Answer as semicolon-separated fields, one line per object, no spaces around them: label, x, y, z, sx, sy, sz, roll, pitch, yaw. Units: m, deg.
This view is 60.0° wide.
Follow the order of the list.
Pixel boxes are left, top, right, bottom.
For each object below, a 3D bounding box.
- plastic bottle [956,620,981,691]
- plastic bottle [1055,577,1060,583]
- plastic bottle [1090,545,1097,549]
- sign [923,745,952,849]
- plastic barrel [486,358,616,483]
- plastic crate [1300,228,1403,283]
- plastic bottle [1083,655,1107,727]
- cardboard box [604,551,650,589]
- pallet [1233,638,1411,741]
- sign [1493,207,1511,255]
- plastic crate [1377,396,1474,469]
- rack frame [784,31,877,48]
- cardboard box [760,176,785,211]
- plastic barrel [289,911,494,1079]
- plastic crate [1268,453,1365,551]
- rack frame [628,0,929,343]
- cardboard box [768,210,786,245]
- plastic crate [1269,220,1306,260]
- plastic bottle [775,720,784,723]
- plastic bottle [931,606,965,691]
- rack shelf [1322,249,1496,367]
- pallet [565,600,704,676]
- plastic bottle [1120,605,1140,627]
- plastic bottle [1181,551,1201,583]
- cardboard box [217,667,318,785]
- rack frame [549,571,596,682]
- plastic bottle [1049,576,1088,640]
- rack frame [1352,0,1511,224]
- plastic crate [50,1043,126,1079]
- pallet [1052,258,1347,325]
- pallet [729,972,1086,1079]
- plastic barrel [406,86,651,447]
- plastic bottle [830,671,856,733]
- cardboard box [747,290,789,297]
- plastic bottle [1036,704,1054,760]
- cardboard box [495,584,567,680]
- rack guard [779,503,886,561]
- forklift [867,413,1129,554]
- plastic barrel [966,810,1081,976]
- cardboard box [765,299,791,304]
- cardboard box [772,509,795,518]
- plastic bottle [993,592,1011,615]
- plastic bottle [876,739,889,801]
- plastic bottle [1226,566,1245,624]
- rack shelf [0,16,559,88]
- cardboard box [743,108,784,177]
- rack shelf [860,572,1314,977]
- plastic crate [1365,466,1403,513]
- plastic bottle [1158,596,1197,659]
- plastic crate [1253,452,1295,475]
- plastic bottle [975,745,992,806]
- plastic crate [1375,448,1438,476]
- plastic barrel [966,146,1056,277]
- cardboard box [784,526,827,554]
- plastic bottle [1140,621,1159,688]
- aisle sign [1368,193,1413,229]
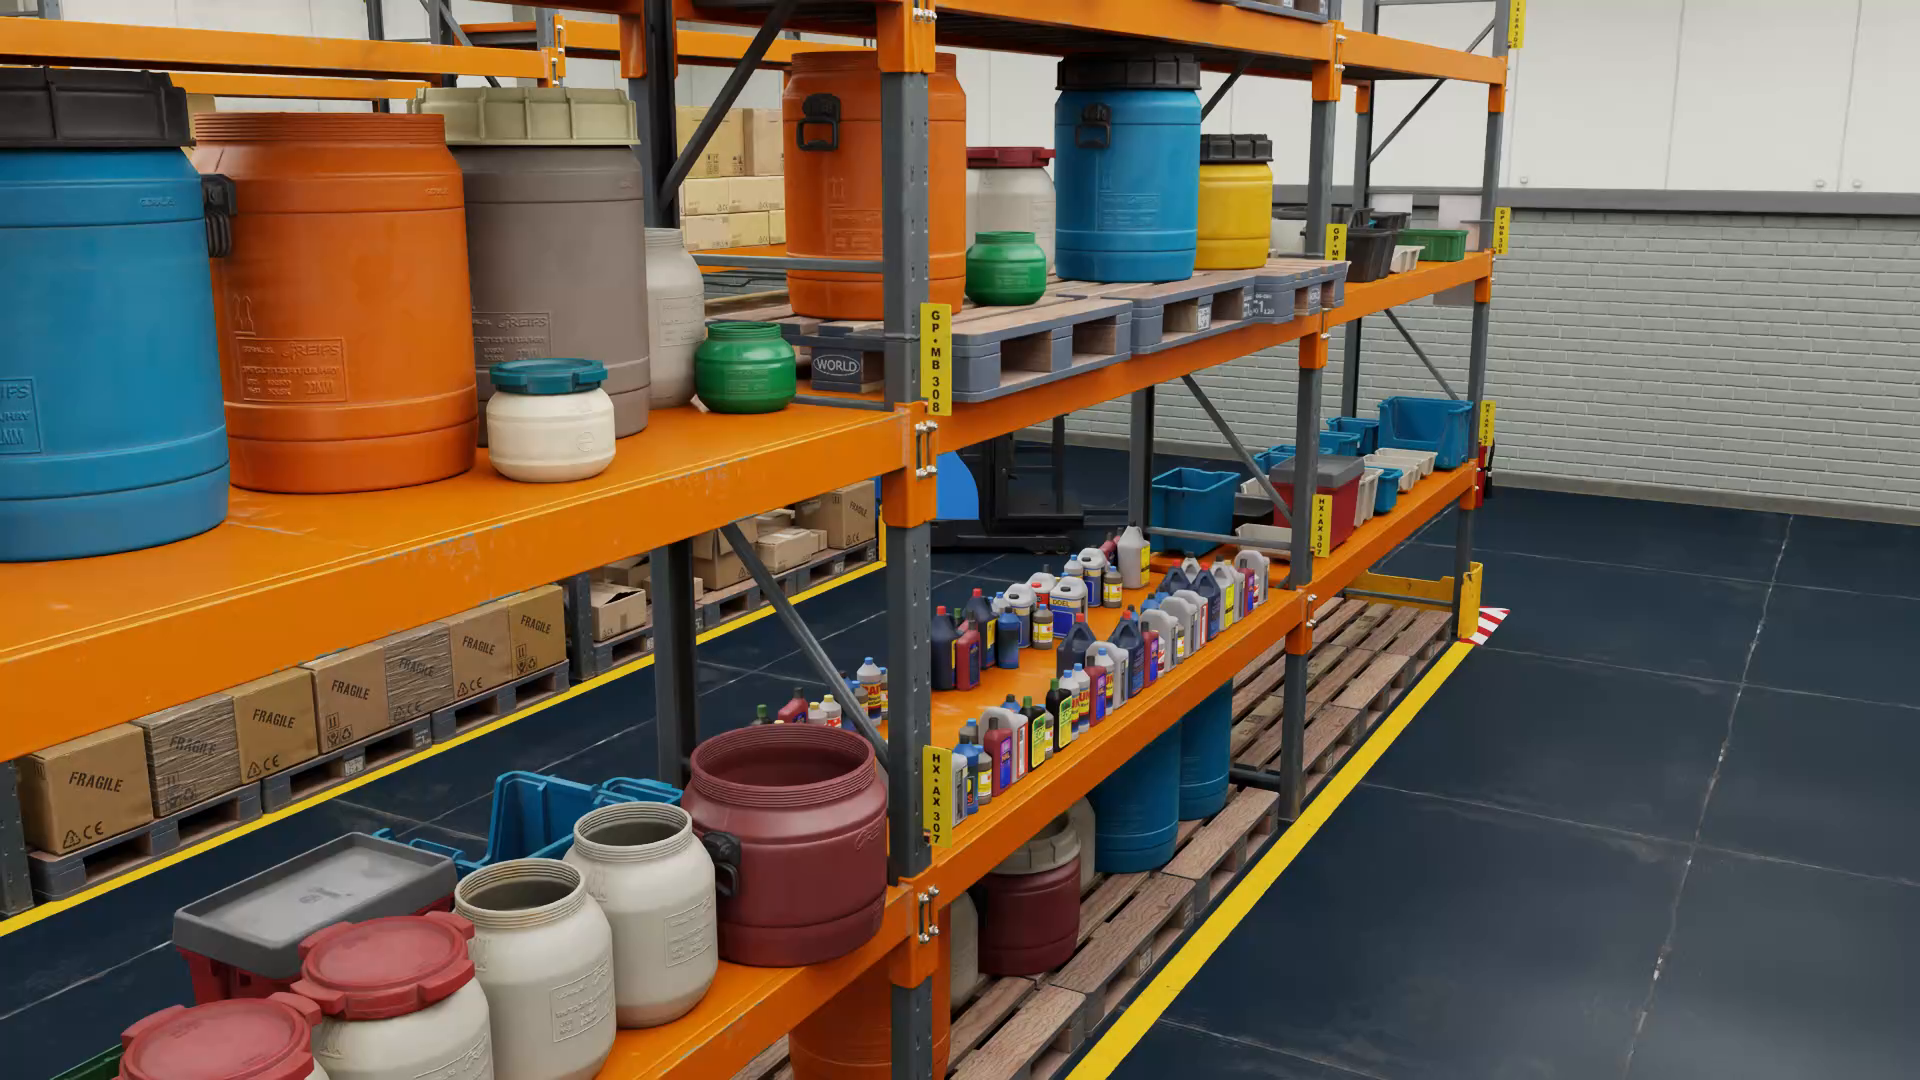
plastic bottle;0.035;0.489;7.072;0.061;0.283;0.133;7;15;28
plastic bottle;0.470;0.283;8.101;0.097;0.201;0.097;0;14;0
plastic bottle;0.676;0.161;8.456;0.097;0.271;0.097;0;14;0
sign;-0.070;0.801;5.180;0.100;0.325;0.005;7;15;28
plastic barrel;-0.966;-0.284;3.924;0.301;0.262;0.301;0;14;0
plastic crate;2.219;-1.620;9.447;0.497;0.269;0.590;7;15;28
plastic bottle;0.535;0.592;6.643;0.061;0.283;0.133;7;15;28
cardboard box;-2.566;0.227;12.706;0.500;0.311;0.500;7;15;28
pallet;2.289;0.948;10.868;1.003;0.211;1.213;7;15;28
sign;3.802;-2.170;11.675;0.100;0.325;0.005;7;15;28
plastic crate;3.314;-0.778;11.875;0.616;0.435;0.499;7;15;28
rack frame;-1.022;-4.300;13.887;1.000;3.000;0.127;7;15;28
cardboard box;-1.534;-2.673;12.791;0.500;0.250;0.500;7;15;28
plastic barrel;-1.271;1.163;3.735;0.433;0.535;0.433;0;14;0
plastic crate;2.030;-0.216;9.483;0.402;0.464;0.583;7;15;28
rack frame;-0.555;-2.097;4.748;1.000;3.000;0.127;7;15;28
cardboard box;-1.521;-2.429;12.843;0.500;0.250;0.500;7;15;28
plastic crate;1.971;-1.803;10.181;0.437;0.282;0.530;7;15;28
plastic bottle;-0.661;0.763;6.109;0.097;0.201;0.097;0;14;0
plastic bottle;-0.067;0.450;7.090;0.144;0.351;0.185;7;15;28
rack shelf;2.345;-1.520;10.290;1.077;0.370;4.000;7;15;28
pallet;-2.623;0.652;12.097;1.003;0.211;1.213;7;15;28
plastic bottle;0.755;0.422;7.374;0.097;0.271;0.097;0;14;0
plastic bottle;1.094;0.232;7.993;0.144;0.351;0.185;7;15;28
cardboard box;-3.924;0.987;9.149;0.500;0.500;0.500;7;15;27
rack frame;-2.956;-0.563;11.186;1.000;3.000;0.127;7;15;28
plastic bottle;0.507;0.318;7.795;0.152;0.276;0.135;7;15;28
rack frame;3.312;-3.738;11.556;1.000;3.000;0.127;7;15;28
plastic crate;-1.894;1.354;3.687;0.450;0.188;0.662;7;15;28
pallet;1.085;-1.196;7.813;1.213;0.211;1.003;7;15;28
pallet;-0.211;2.008;6.469;1.003;0.211;1.213;7;15;28
plastic barrel;-1.142;-0.739;4.444;0.600;0.901;0.600;0;14;0
plastic bottle;-0.456;0.642;6.463;0.097;0.271;0.097;0;14;0
cardboard box;-1.468;-1.857;14.208;0.500;0.500;0.500;8;16;30
plastic bottle;0.305;0.721;6.284;0.097;0.201;0.097;0;14;0
cardboard box;-2.944;0.572;10.873;0.500;0.500;0.500;7;15;28
rack guard;-1.059;-0.153;14.819;1.175;0.500;0.348;7;15;28
forklift;0.623;-1.423;14.900;3.031;2.935;1.130;0;14;1
plastic barrel;0.212;1.454;7.070;0.600;0.588;0.708;7;15;28
cardboard box;-1.240;-1.692;13.523;0.500;0.500;0.500;8;16;30
cardboard box;-1.525;-0.165;14.678;0.380;0.149;0.250;7;15;28
plastic bottle;0.181;0.371;7.584;0.097;0.271;0.097;0;14;0
plastic bottle;-0.196;0.810;5.754;0.152;0.276;0.135;7;15;28
plastic bottle;1.294;0.251;8.072;0.152;0.276;0.135;7;15;28
rack shelf;-3.923;-2.525;8.912;1.077;0.370;4.000;7;15;28
cardboard box;-1.720;-3.062;12.803;0.700;0.500;0.500;7;15;28
rack shelf;0.412;0.759;7.238;1.077;0.370;4.000;7;15;28
plastic crate;2.544;-0.319;10.404;0.416;0.233;0.300;7;15;28
plastic bottle;0.985;0.383;7.528;0.152;0.276;0.135;7;15;28
plastic crate;2.123;-0.425;10.841;0.416;0.233;0.300;7;15;28
plastic bottle;0.064;0.823;5.859;0.097;0.201;0.097;0;14;0
plastic crate;3.076;-0.535;11.504;0.396;0.136;0.243;7;15;28
plastic barrel;0.170;-1.290;6.614;0.433;0.535;0.433;0;14;0
cardboard box;-1.344;-0.008;13.990;0.380;0.166;0.250;7;15;28
plastic bottle;0.801;0.479;7.111;0.061;0.283;0.133;7;15;28
aisle sign;3.087;-2.134;12.155;0.394;0.787;0.004;7;15;28
